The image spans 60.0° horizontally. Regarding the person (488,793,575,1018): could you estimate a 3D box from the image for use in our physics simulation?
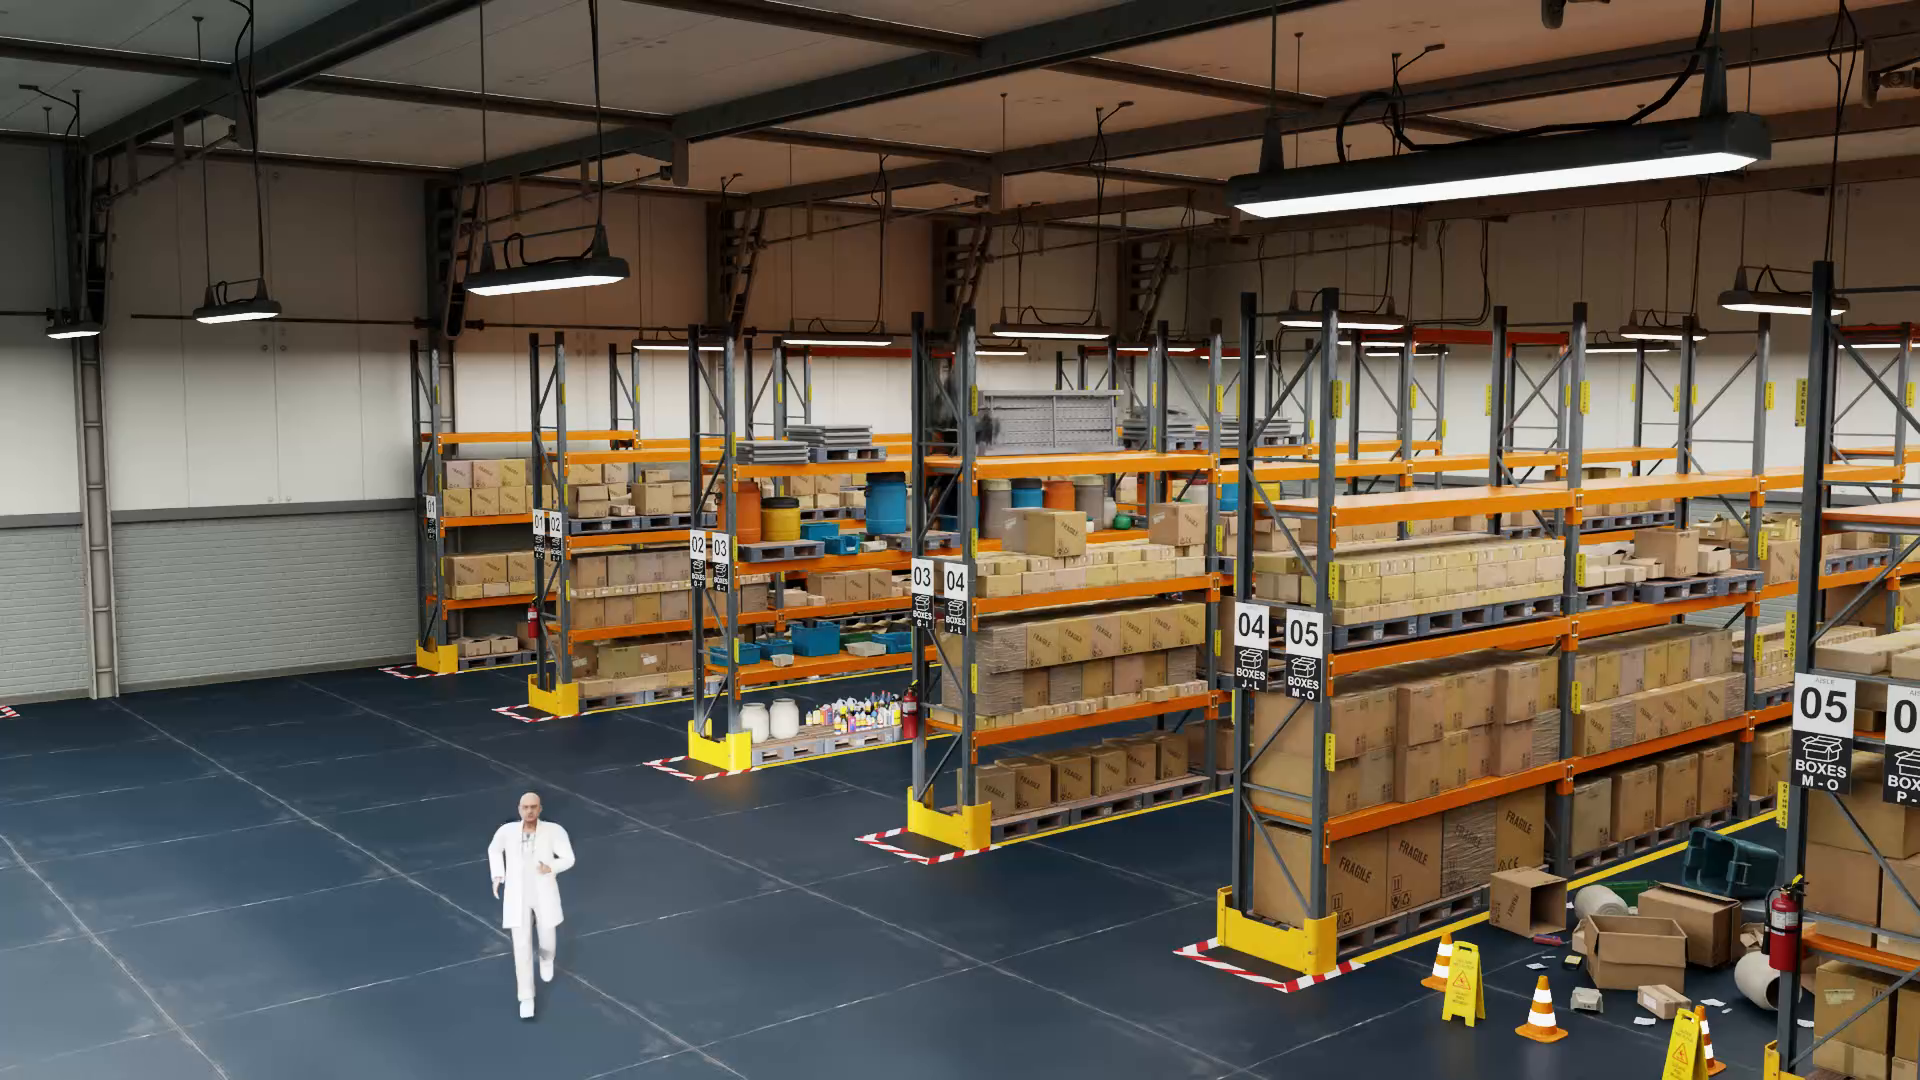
[{"bbox_3d":[-3.584,2.985,13.910,0.714,1.754,1.032,-1,5,-12],"label":"person"}]
